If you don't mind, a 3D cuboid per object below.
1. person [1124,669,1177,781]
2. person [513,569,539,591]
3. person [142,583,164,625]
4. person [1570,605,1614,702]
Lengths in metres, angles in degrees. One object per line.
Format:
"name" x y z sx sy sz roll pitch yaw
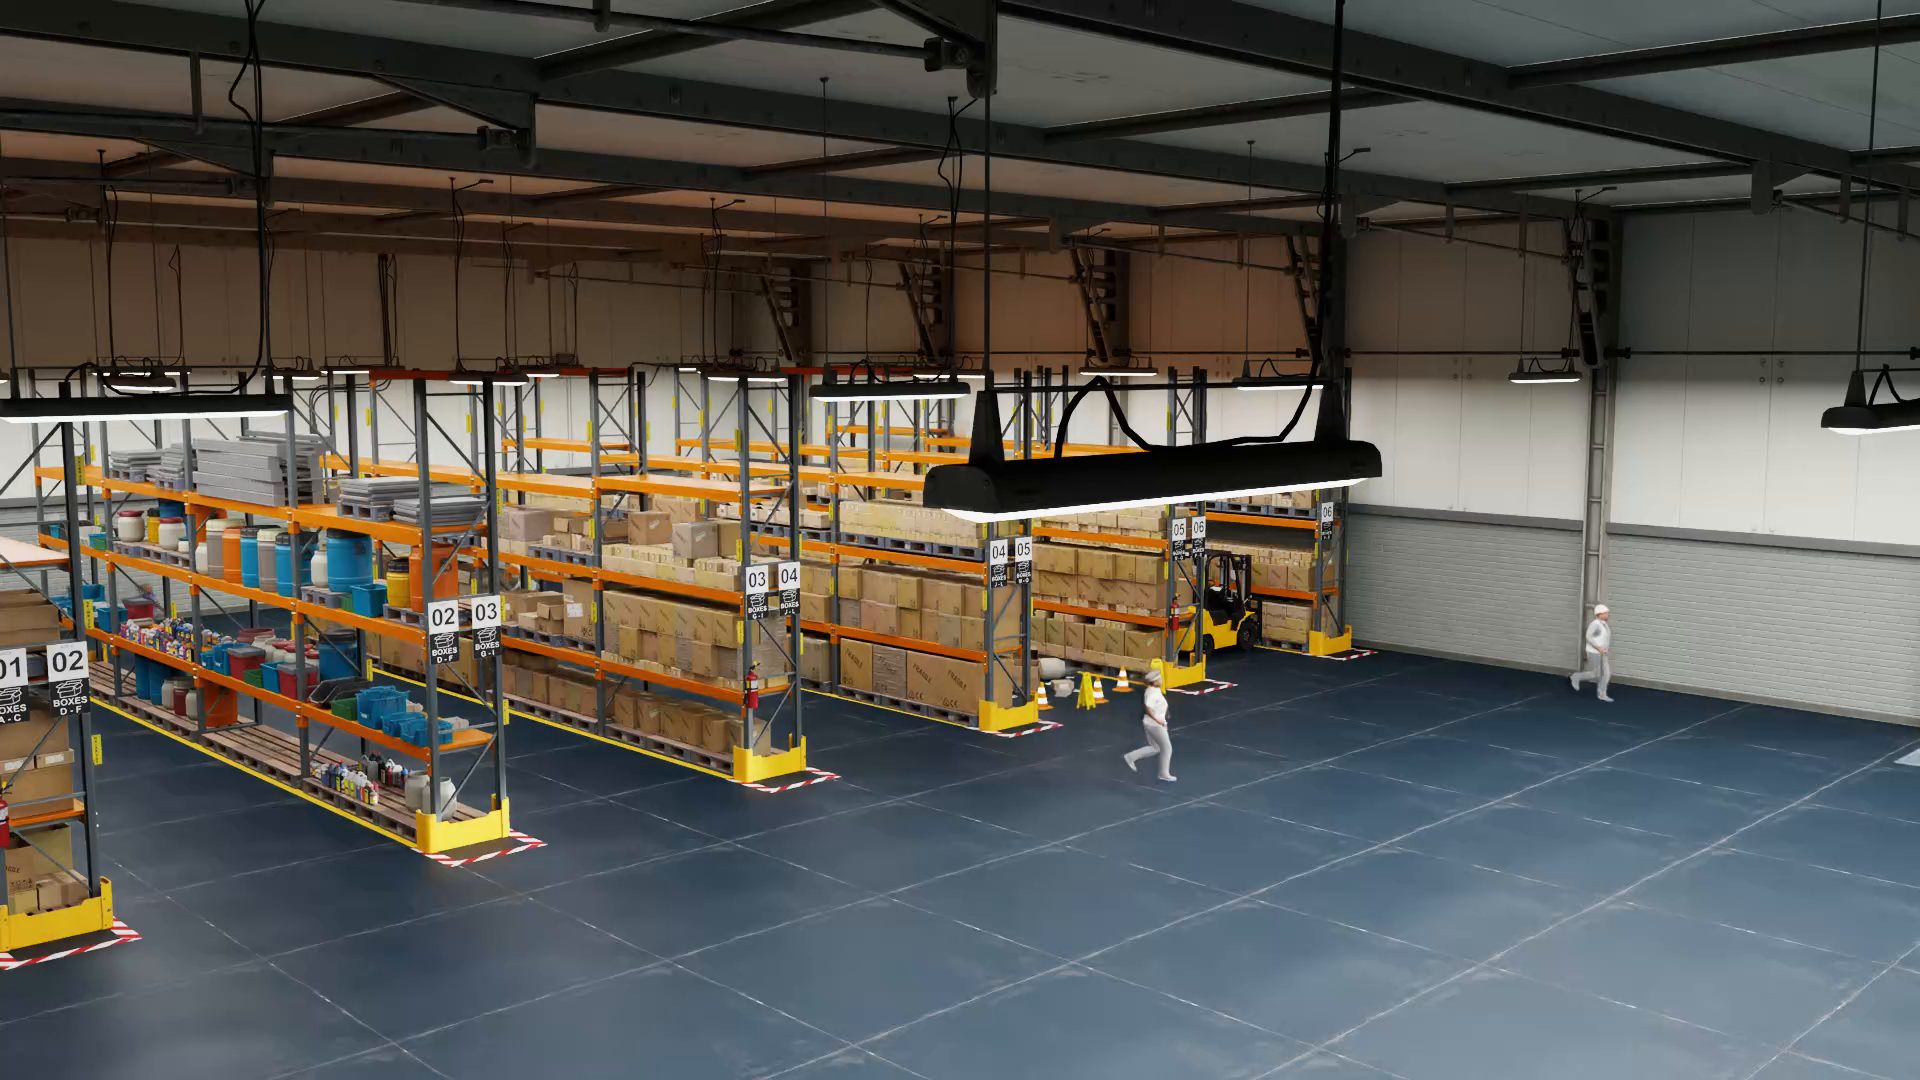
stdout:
"person" 2.829 2.749 24.565 0.792 1.686 0.578 -1 6 -7
"person" -9.264 1.467 35.519 0.658 1.741 0.593 -6 9 -42
"person" -16.722 1.688 34.345 0.721 1.663 0.712 -1 6 -6
"person" 11.614 2.048 30.414 0.816 1.759 0.684 6 9 41
